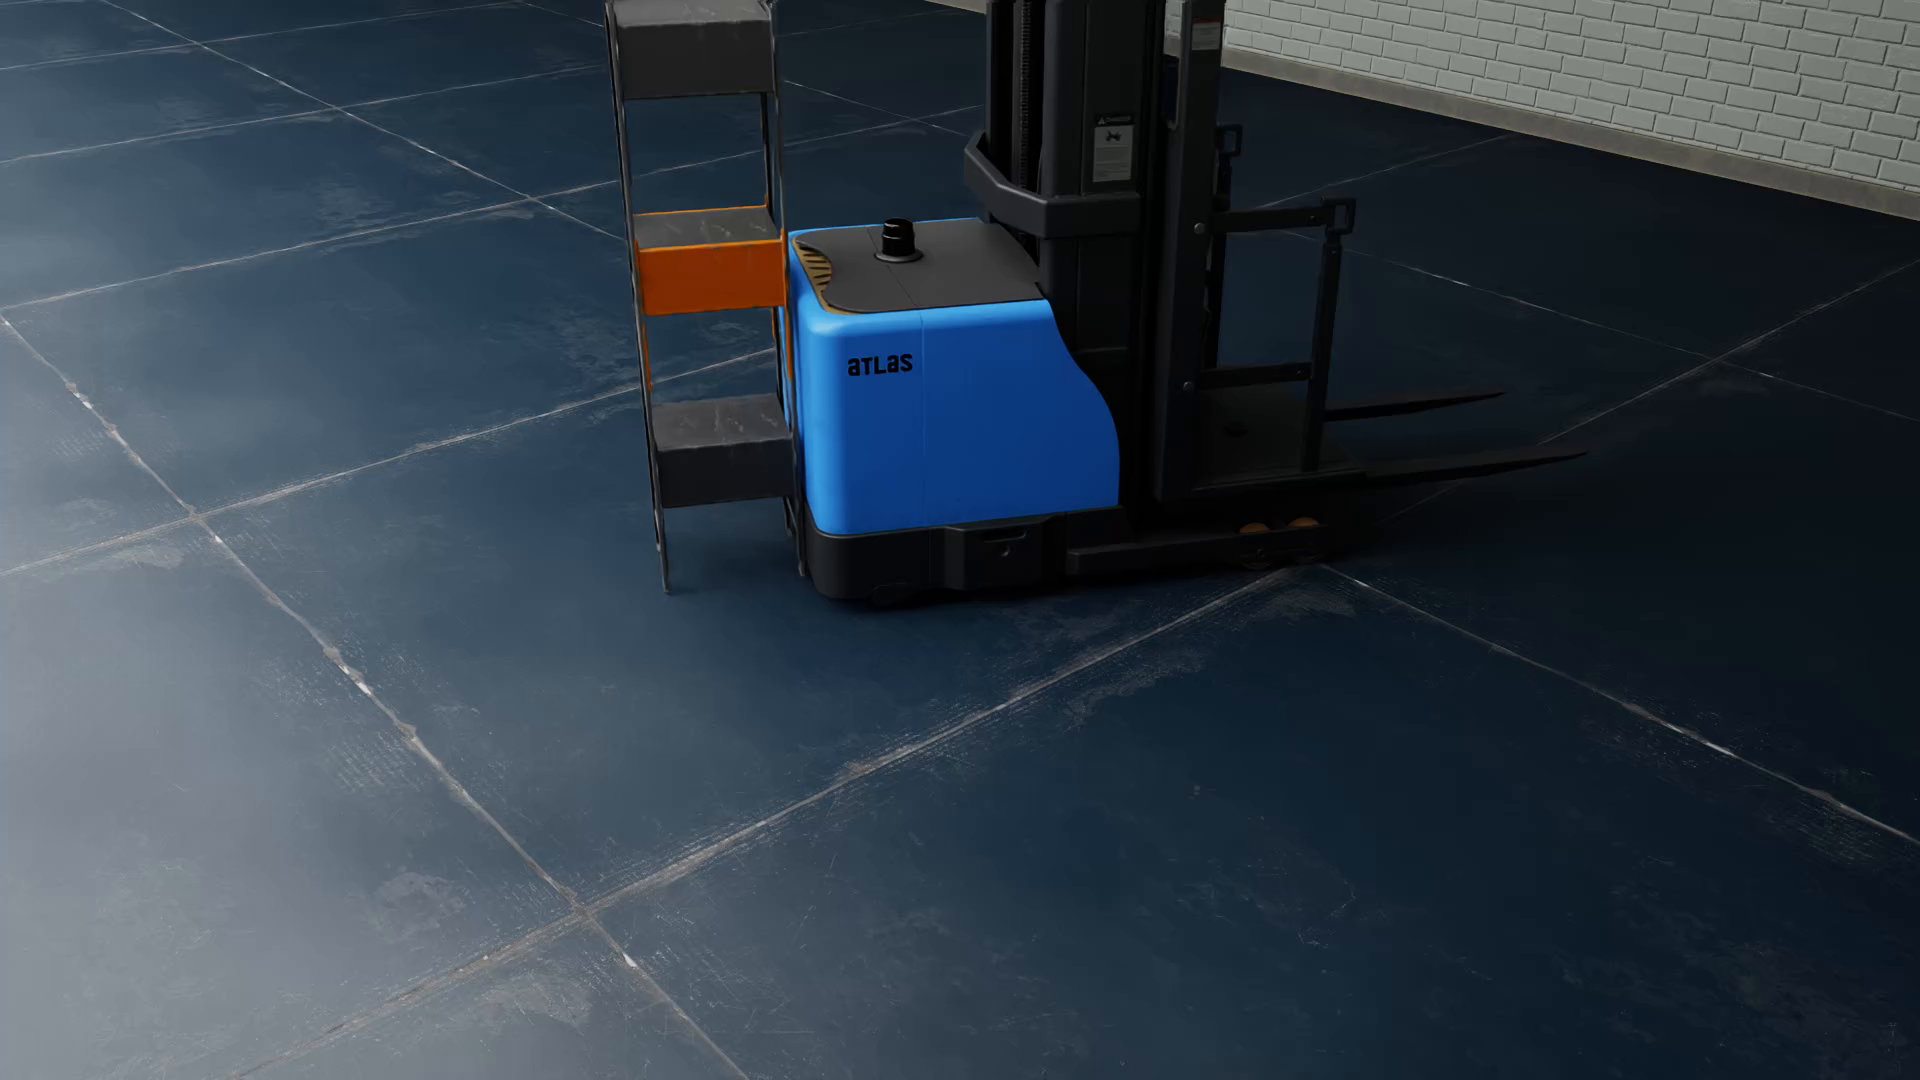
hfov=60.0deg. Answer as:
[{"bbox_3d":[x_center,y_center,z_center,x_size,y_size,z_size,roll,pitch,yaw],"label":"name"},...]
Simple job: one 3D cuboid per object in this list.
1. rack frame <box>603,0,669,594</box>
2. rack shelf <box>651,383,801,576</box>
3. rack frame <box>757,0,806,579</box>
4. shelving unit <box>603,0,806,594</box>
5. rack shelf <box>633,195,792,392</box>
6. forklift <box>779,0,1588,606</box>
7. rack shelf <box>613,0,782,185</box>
[{"bbox_3d":[-1.085,-0.826,5.568,0.015,2.100,0.400,-6,29,-12],"label":"rack frame"},{"bbox_3d":[-0.848,-0.223,5.954,0.480,0.518,0.431,-6,29,-12],"label":"rack shelf"},{"bbox_3d":[-0.611,-0.880,5.668,0.015,2.100,0.400,-6,29,-12],"label":"rack frame"},{"bbox_3d":[-0.848,-0.853,5.618,0.503,2.100,0.431,-6,29,-12],"label":"shelving unit"},{"bbox_3d":[-0.848,-0.841,5.624,0.480,0.518,0.431,-6,29,-12],"label":"rack shelf"},{"bbox_3d":[0.874,-1.421,5.800,3.031,2.935,1.130,-6,29,-12],"label":"forklift"},{"bbox_3d":[-0.848,-1.458,5.295,0.480,0.518,0.431,-6,29,-12],"label":"rack shelf"}]
